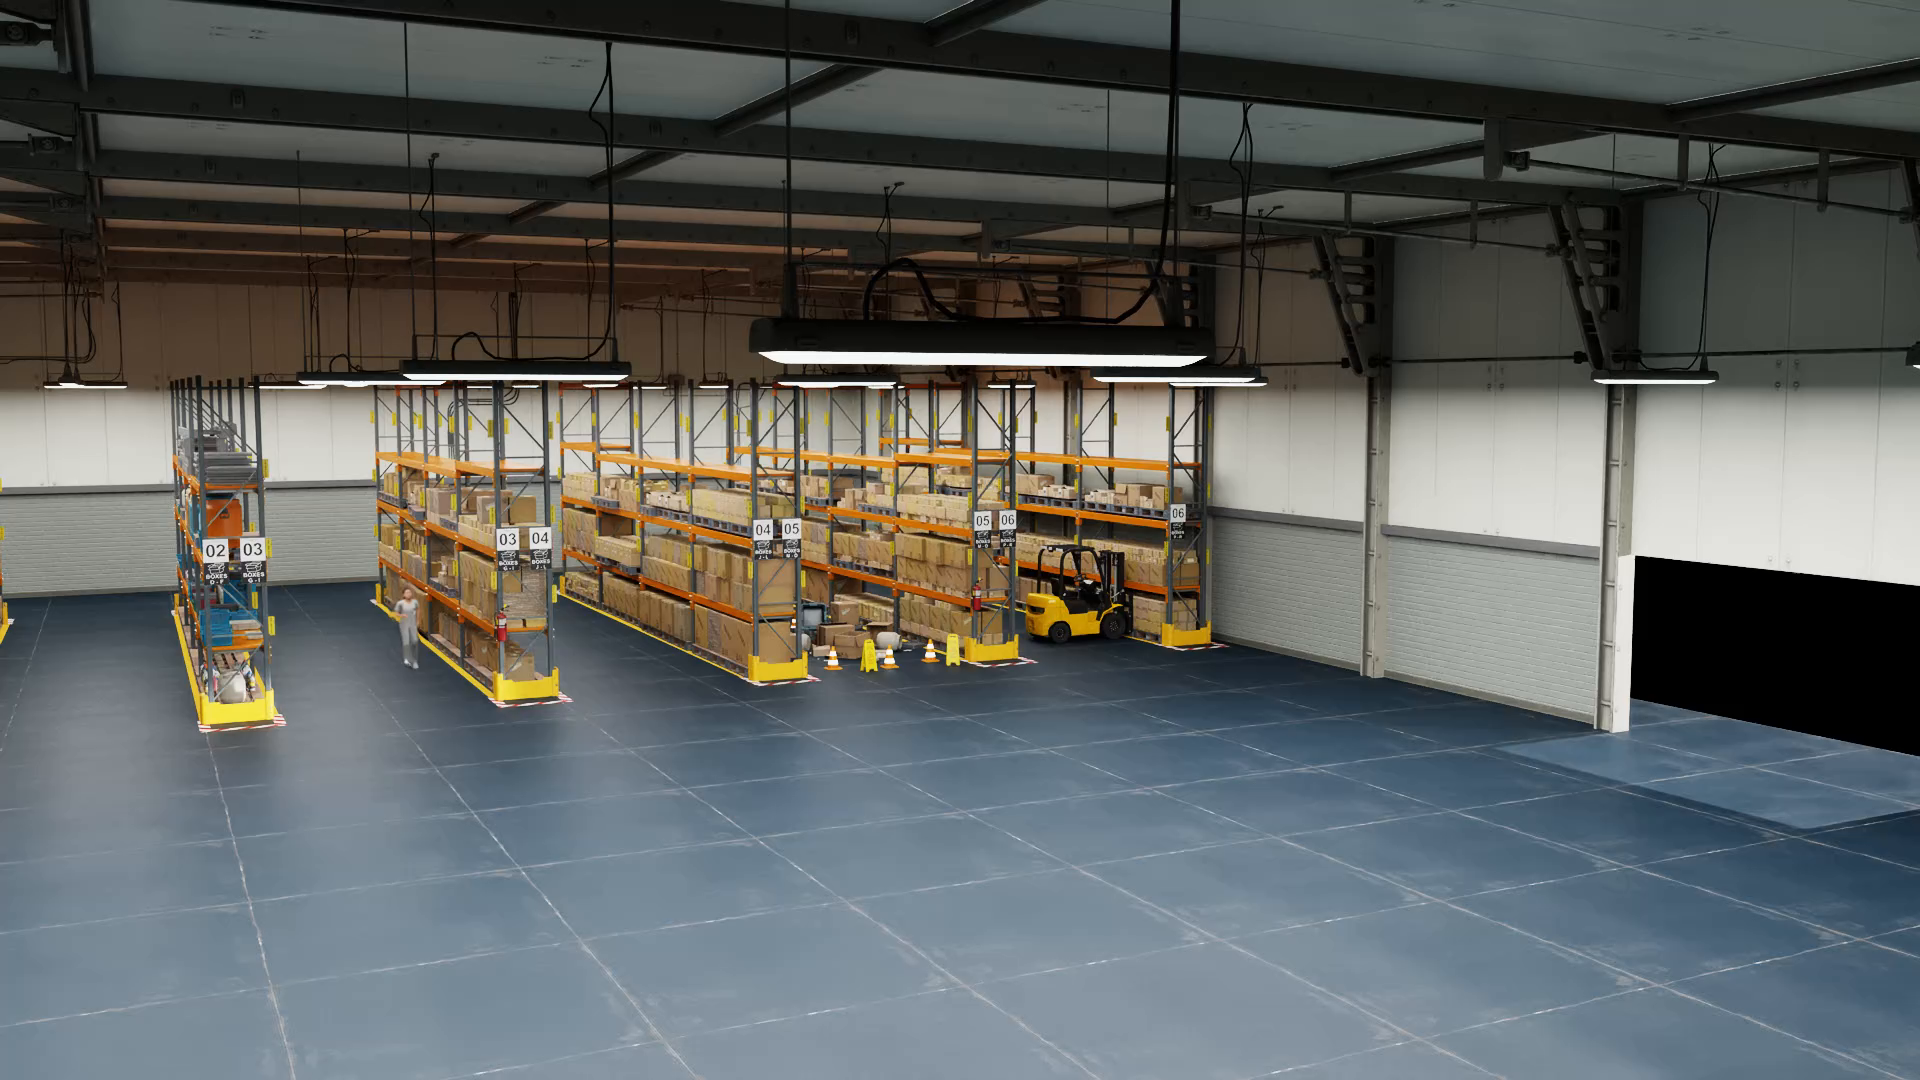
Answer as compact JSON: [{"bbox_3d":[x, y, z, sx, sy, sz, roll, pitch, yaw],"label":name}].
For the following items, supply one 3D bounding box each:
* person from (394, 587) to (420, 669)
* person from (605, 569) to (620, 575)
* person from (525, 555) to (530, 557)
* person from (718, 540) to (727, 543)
[{"bbox_3d":[-11.468,1.833,34.537,0.541,1.716,0.742,-3,6,-26],"label":"person"},{"bbox_3d":[-10.202,0.555,49.152,0.759,1.689,0.608,-2,6,-26],"label":"person"},{"bbox_3d":[-11.977,0.829,45.758,0.708,1.657,0.703,-2,5,-21],"label":"person"},{"bbox_3d":[-7.306,0.333,50.928,0.525,1.721,0.718,0,5,-1],"label":"person"}]
